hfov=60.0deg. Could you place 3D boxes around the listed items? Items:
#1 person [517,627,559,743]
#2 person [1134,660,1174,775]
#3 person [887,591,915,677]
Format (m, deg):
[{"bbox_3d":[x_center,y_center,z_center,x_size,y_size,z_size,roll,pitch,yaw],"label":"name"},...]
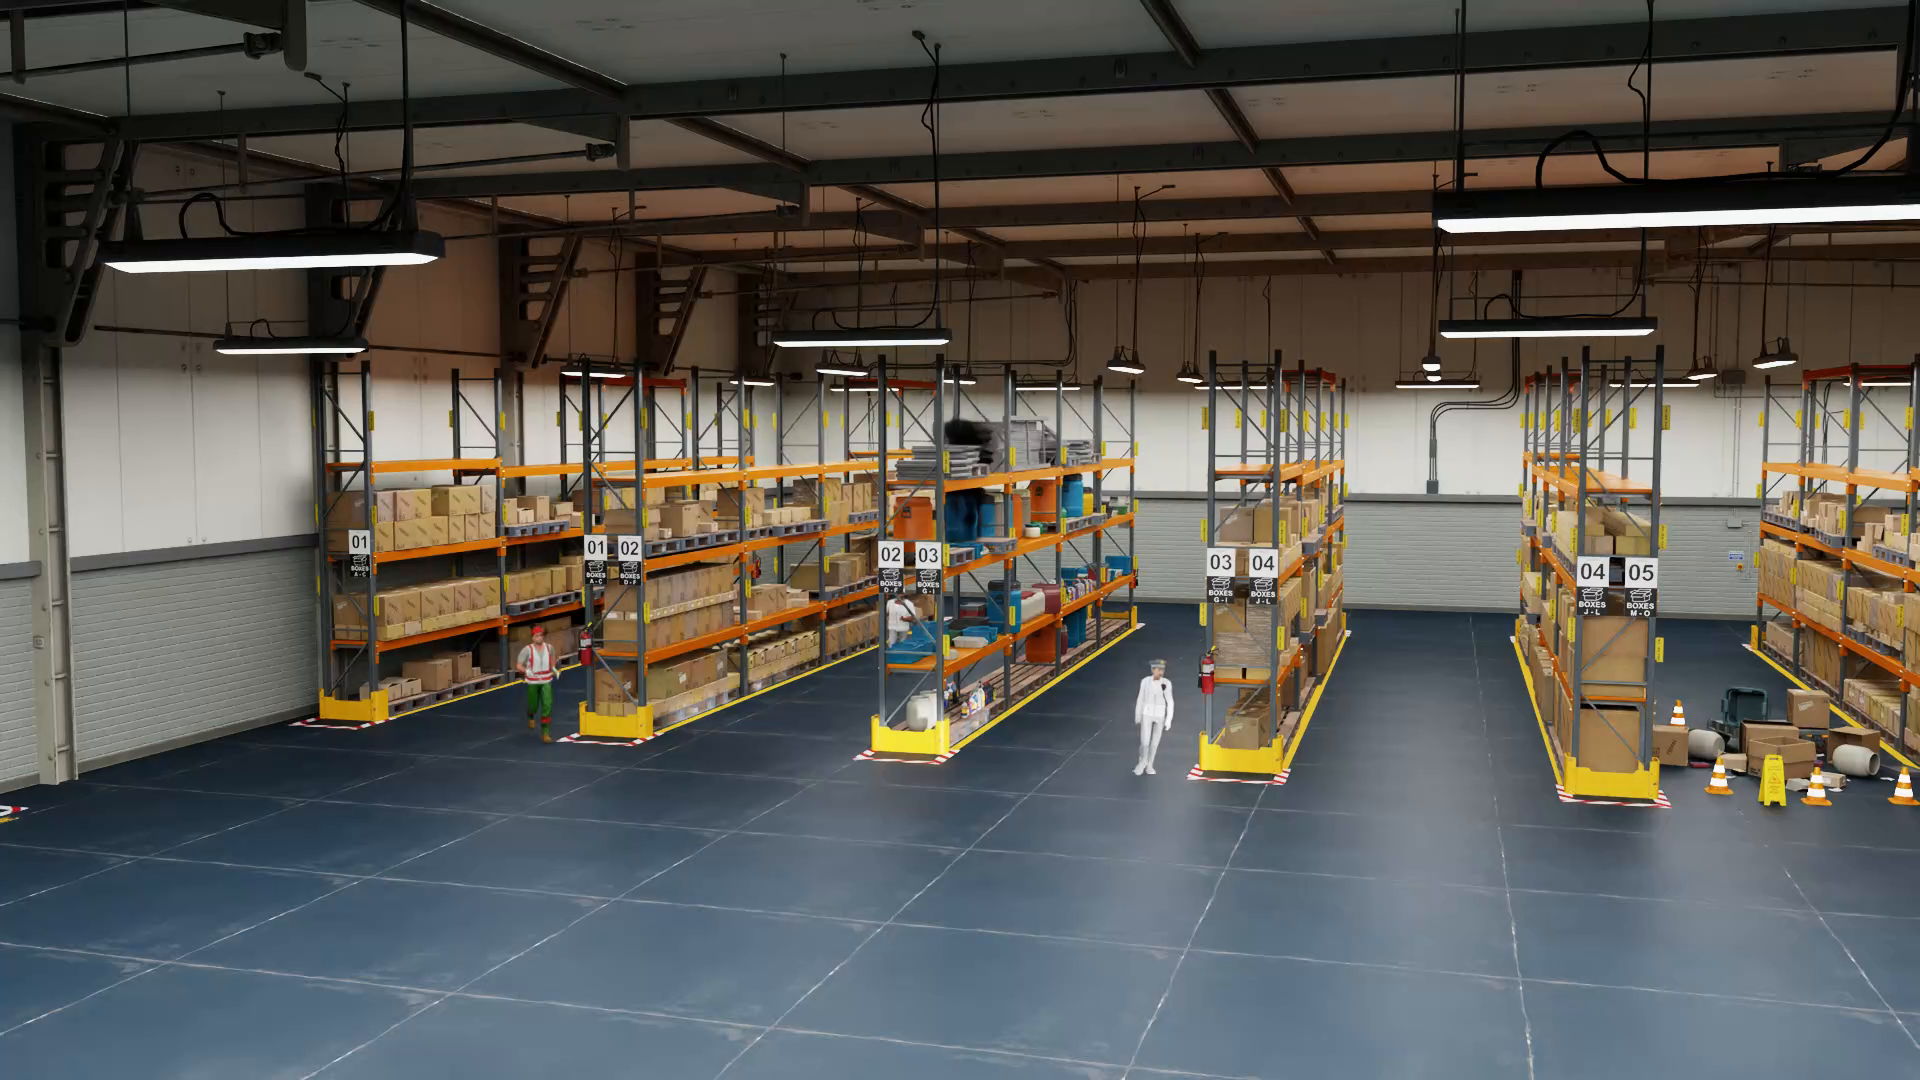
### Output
[{"bbox_3d":[-6.620,2.238,26.080,0.661,1.777,1.011,-2,5,-26],"label":"person"},{"bbox_3d":[2.720,2.487,23.378,0.545,1.657,0.515,0,4,-3],"label":"person"},{"bbox_3d":[-1.217,1.789,32.699,0.683,1.789,0.723,0,4,6],"label":"person"}]
